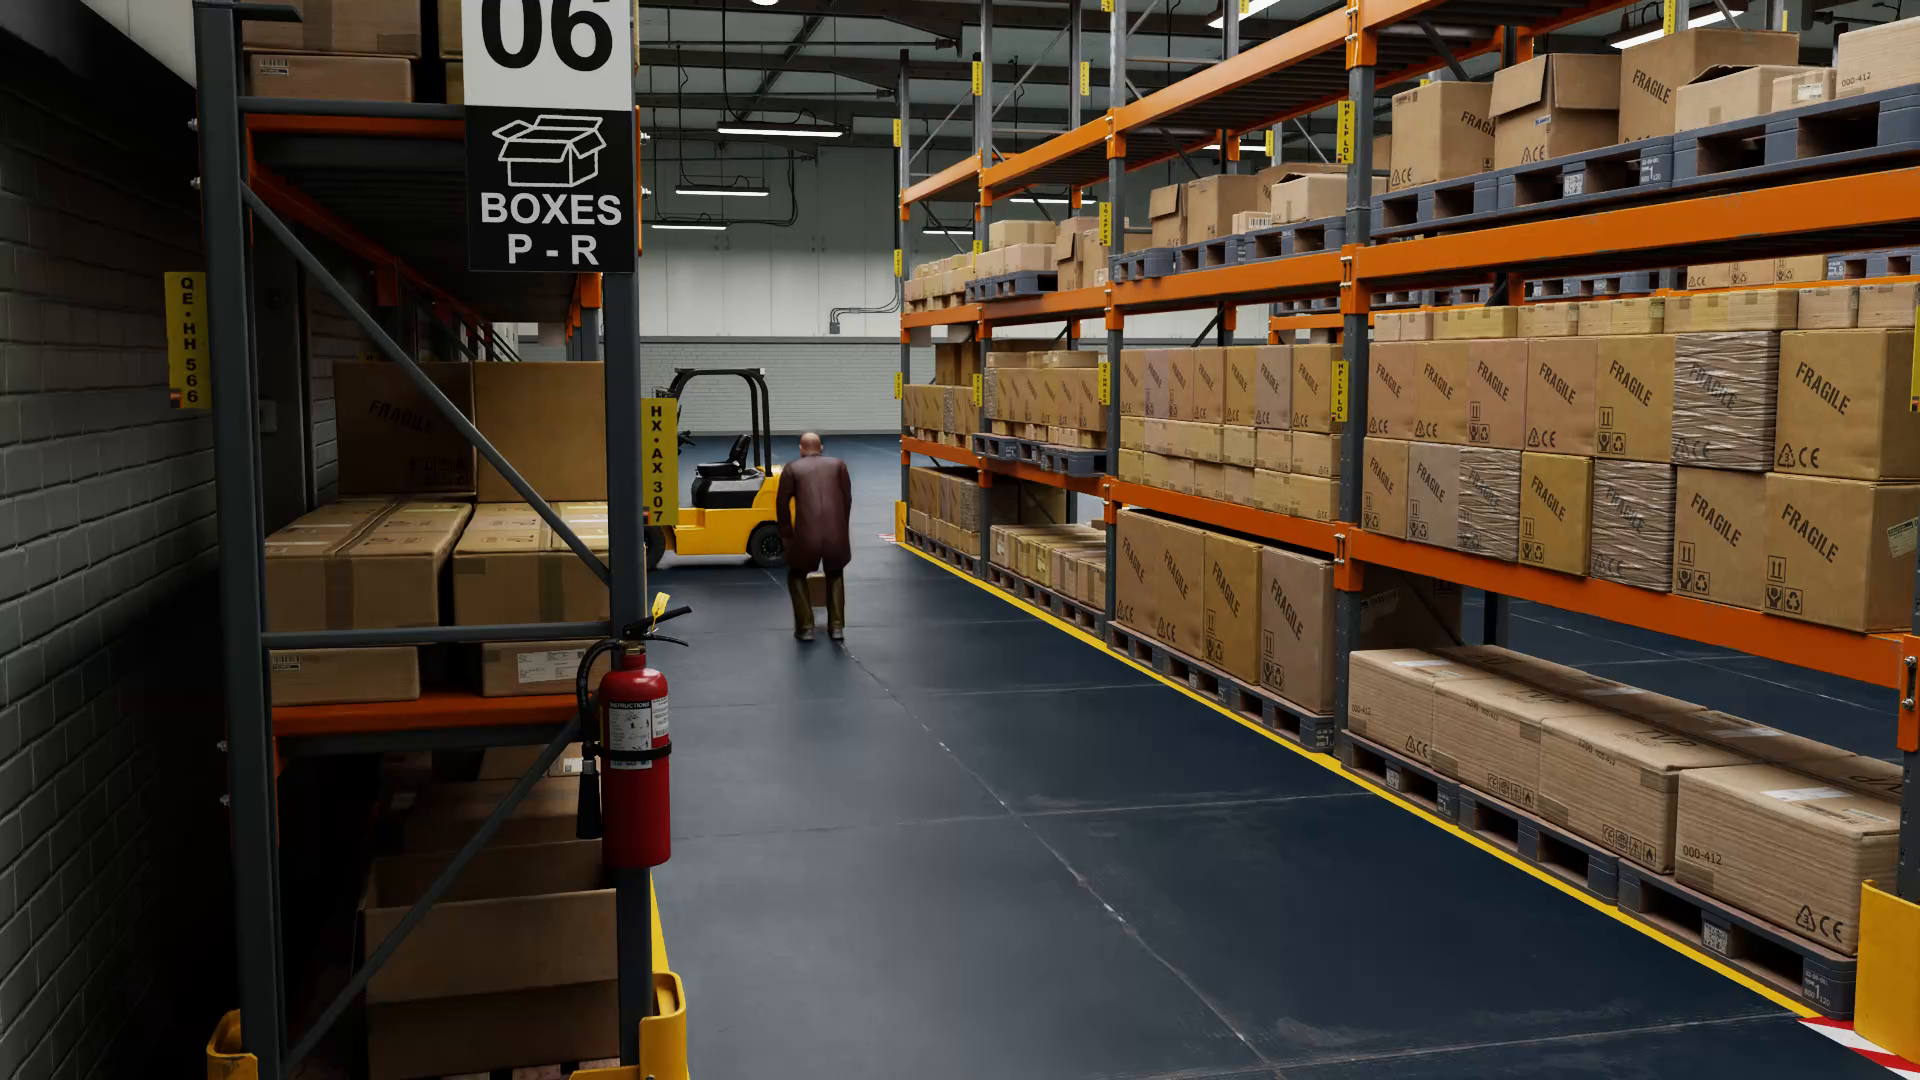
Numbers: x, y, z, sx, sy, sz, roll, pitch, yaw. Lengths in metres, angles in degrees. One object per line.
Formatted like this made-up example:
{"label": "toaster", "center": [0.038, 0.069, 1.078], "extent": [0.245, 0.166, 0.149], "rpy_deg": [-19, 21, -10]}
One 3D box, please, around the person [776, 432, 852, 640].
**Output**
{"label": "person", "center": [-1.162, -0.028, 13.295], "extent": [0.611, 1.654, 0.515], "rpy_deg": [-1, 6, -13]}
